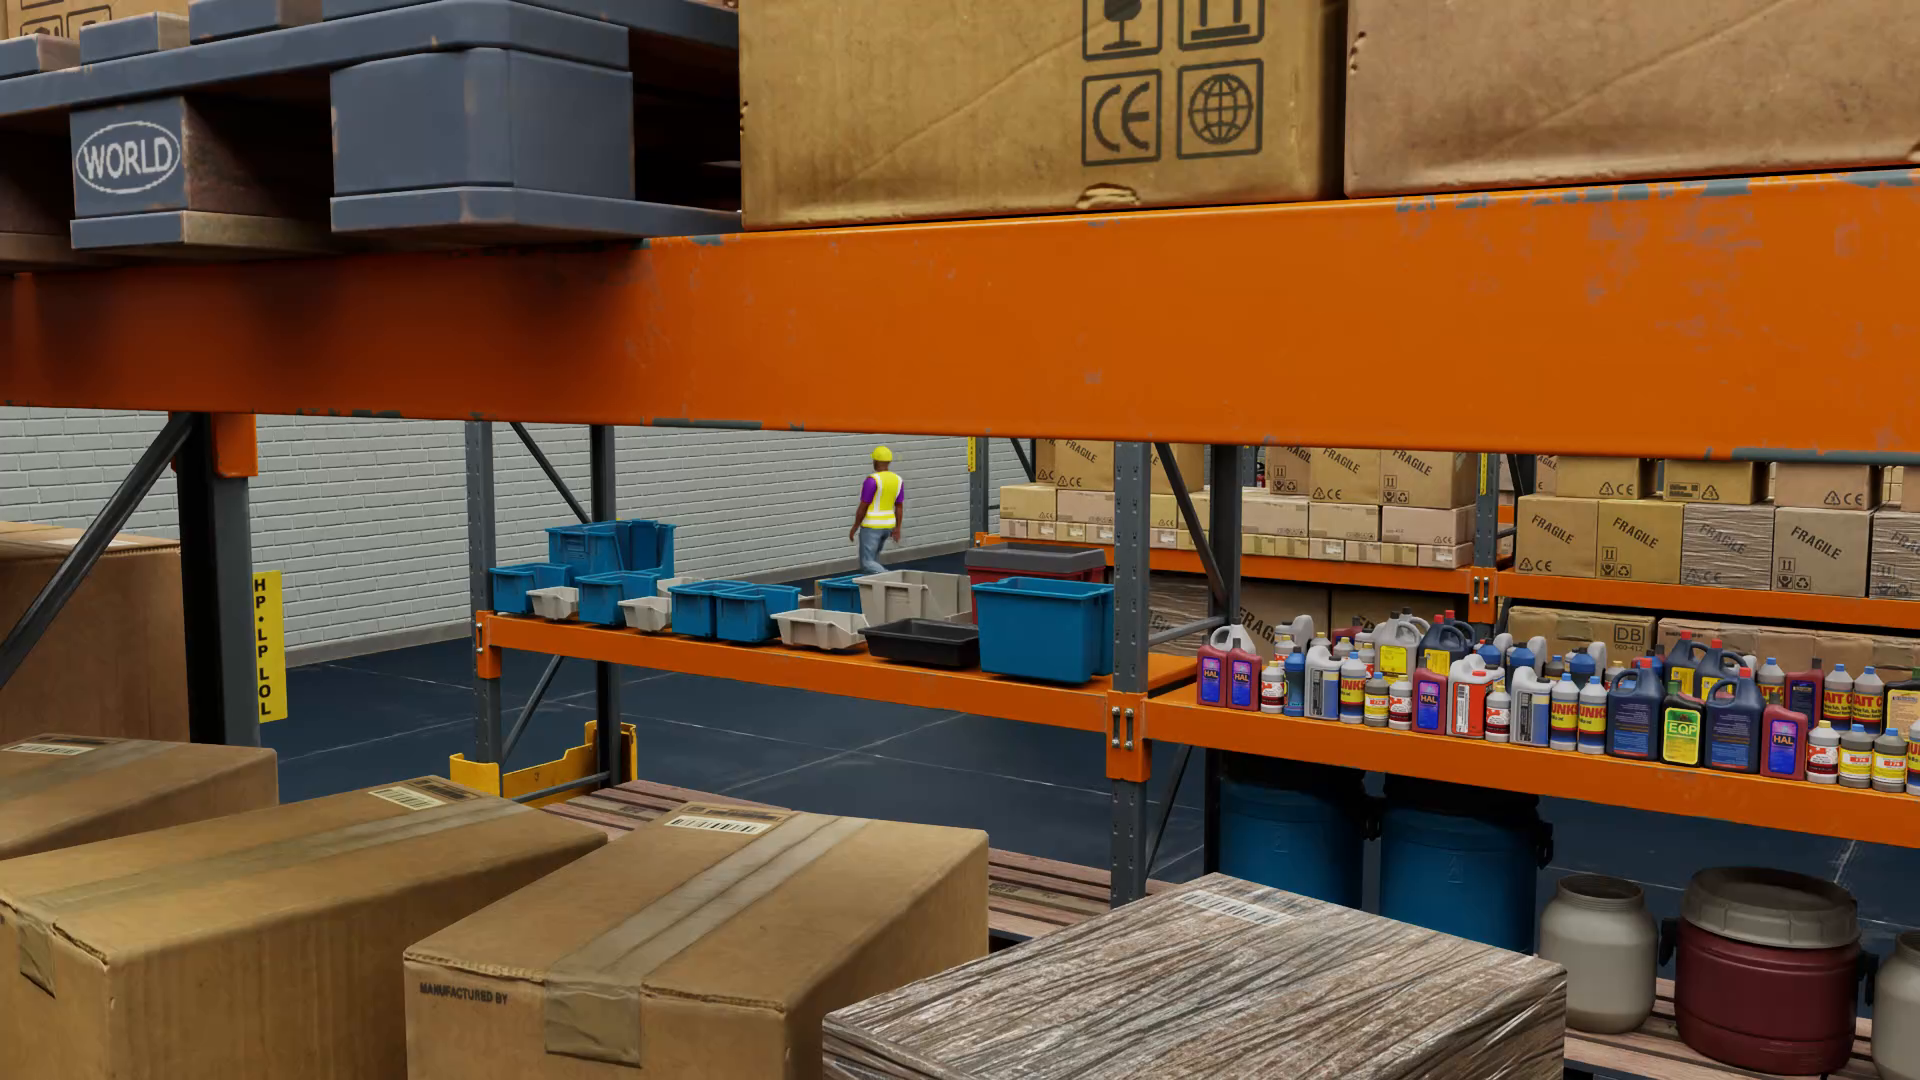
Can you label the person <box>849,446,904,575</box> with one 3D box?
[{"bbox_3d":[-0.927,-0.148,17.994,0.882,1.740,0.567,5,8,36],"label":"person"}]
